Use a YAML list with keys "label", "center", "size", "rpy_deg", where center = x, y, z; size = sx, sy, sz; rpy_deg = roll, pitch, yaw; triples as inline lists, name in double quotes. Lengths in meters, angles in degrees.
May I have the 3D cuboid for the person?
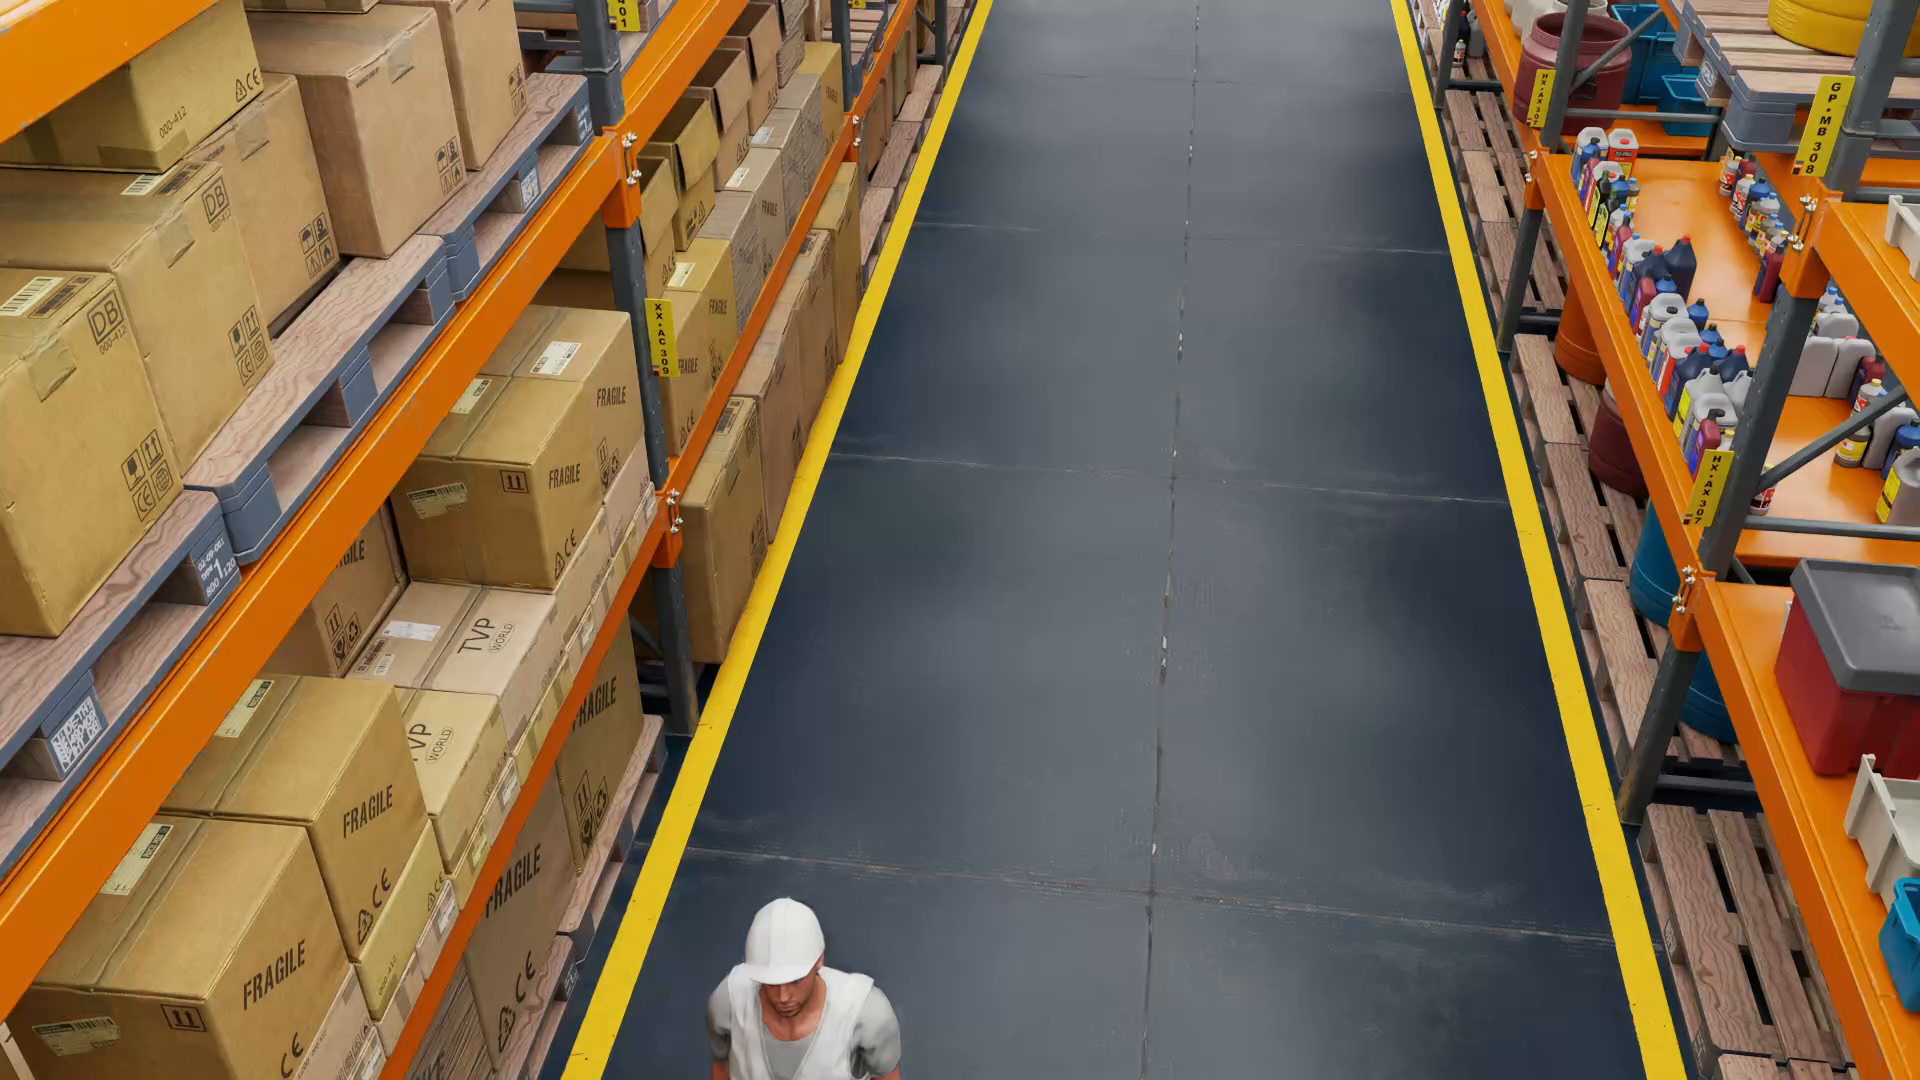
- label: "person"
  center: [-0.438, 1.677, 4.653]
  size: [0.543, 1.782, 0.500]
  rpy_deg: [6, 36, 9]
